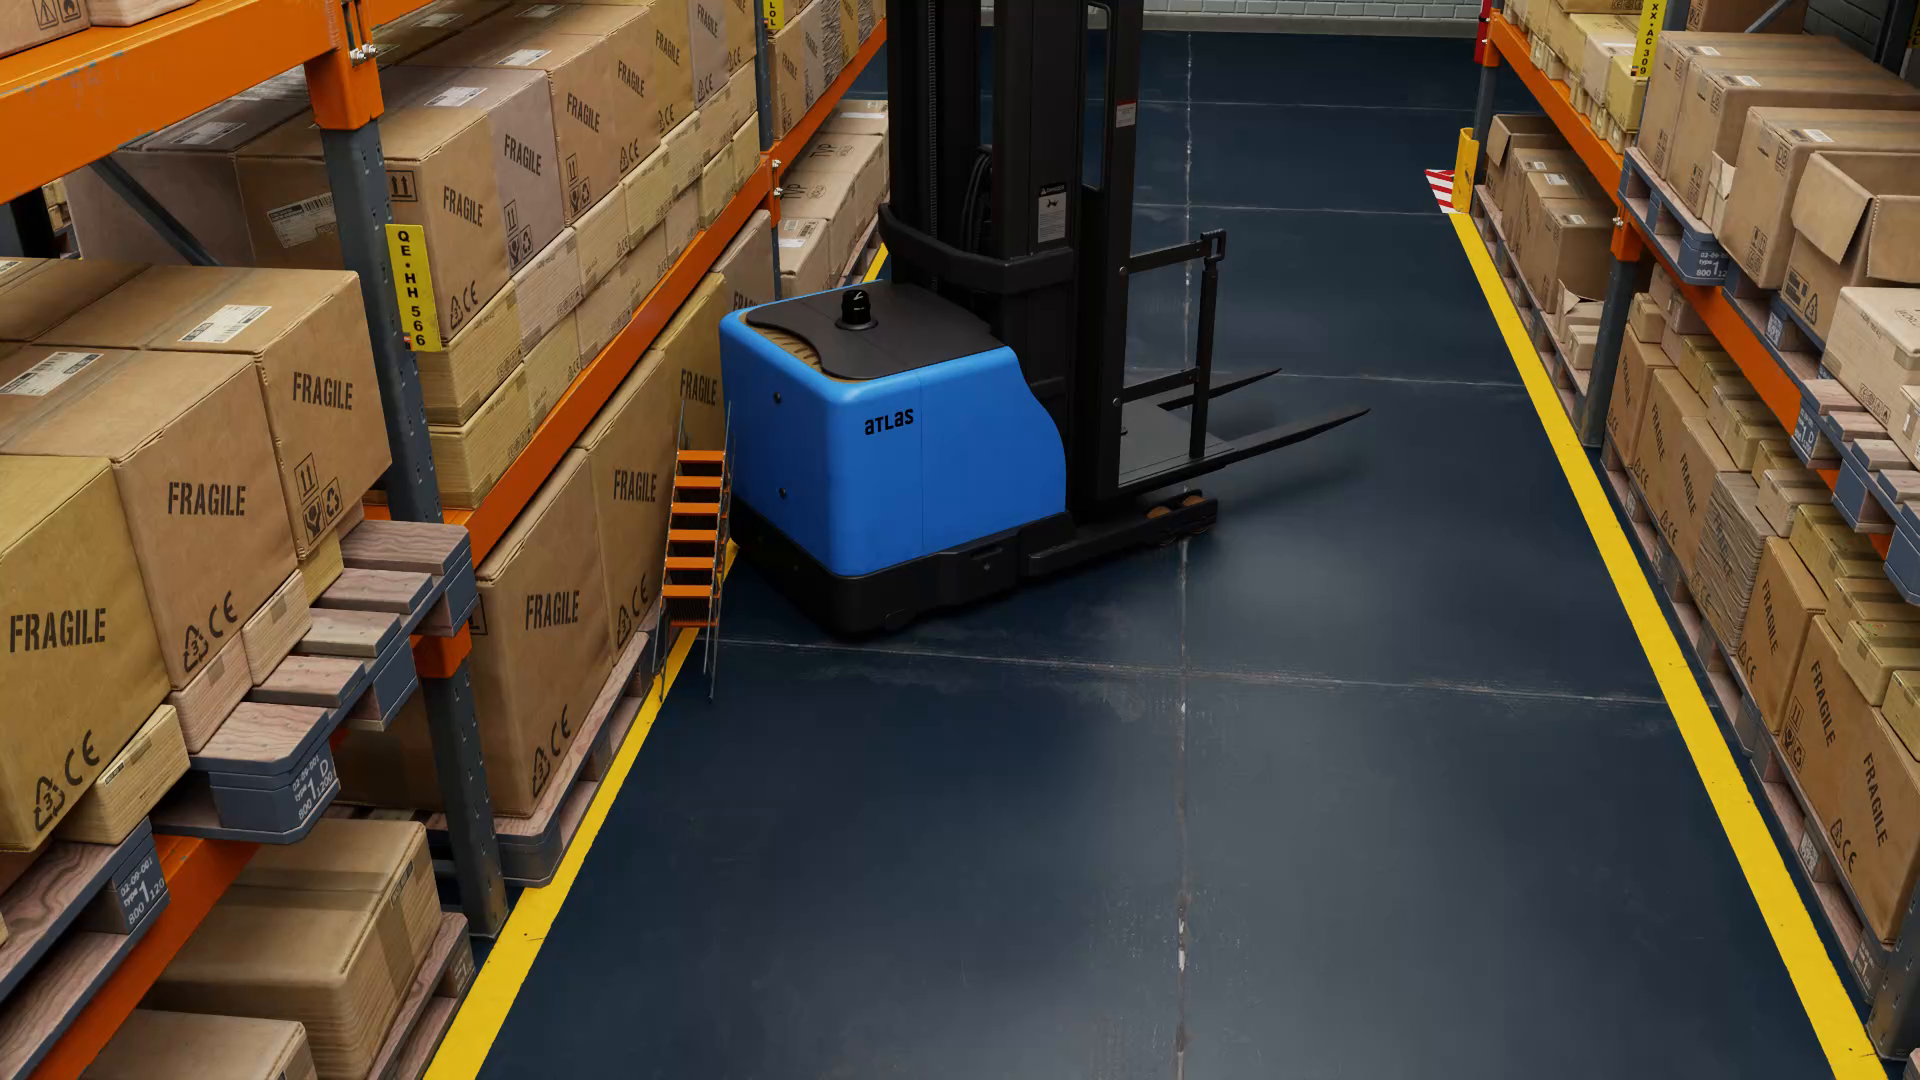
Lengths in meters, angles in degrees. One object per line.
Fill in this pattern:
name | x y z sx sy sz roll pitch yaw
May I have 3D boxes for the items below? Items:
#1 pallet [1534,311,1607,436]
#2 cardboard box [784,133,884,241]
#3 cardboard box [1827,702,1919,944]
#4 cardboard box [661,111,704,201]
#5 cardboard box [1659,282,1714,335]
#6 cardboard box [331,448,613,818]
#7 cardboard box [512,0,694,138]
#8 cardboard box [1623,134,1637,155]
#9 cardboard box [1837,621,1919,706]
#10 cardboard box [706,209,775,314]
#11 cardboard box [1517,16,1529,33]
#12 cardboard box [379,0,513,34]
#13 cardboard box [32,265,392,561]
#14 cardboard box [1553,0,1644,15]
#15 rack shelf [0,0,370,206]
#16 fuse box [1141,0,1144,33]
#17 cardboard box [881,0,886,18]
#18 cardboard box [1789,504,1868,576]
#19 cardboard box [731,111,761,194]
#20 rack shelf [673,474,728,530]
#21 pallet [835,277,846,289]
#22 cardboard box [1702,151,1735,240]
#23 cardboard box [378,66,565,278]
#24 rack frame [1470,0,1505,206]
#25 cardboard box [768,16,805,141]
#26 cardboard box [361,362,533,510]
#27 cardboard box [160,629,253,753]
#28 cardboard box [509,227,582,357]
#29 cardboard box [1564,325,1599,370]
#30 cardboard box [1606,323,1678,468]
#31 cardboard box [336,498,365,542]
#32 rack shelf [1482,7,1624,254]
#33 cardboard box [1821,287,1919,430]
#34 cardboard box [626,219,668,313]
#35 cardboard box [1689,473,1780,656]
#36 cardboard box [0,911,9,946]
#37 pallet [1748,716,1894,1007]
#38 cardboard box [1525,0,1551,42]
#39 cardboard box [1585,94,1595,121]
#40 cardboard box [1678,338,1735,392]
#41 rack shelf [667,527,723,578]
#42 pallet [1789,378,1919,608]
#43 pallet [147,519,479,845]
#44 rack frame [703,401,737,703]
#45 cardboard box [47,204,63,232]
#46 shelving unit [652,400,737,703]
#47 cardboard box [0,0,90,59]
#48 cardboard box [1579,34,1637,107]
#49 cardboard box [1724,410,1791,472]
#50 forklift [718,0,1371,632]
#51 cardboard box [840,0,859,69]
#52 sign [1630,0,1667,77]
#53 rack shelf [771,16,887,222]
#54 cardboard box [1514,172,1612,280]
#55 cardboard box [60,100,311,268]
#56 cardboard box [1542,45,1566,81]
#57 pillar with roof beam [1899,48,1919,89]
pallet | 3.614 -0.862 8.627 1.003 0.211 1.213 3 28 6
cardboard box | -0.993 -2.245 10.513 0.875 0.438 0.875 4 29 8
cardboard box | 2.877 0.821 4.757 0.500 0.500 0.500 4 29 8
cardboard box | -1.322 -1.506 6.513 0.500 0.250 0.500 4 29 7
cardboard box | 3.236 -0.989 7.118 0.380 0.149 0.250 2 28 4
cardboard box | -1.721 0.260 5.402 0.875 0.875 0.875 3 28 6
cardboard box | -1.341 -1.831 6.326 0.500 0.500 0.500 4 29 8
cardboard box | 3.317 -1.821 7.731 0.380 0.149 0.250 4 29 7
cardboard box | 2.850 0.369 4.911 0.380 0.149 0.250 2 28 4
cardboard box | -1.395 -1.006 7.752 0.875 0.875 0.875 4 29 8
cardboard box | 3.721 -3.277 10.436 0.380 0.149 0.250 4 29 7
cardboard box | -1.893 -1.626 5.946 0.500 0.500 0.500 3 28 5
cardboard box | -1.668 -0.300 3.782 0.500 0.500 0.500 3 28 5
cardboard box | 3.512 -3.140 8.970 0.500 0.500 0.500 4 29 7
rack shelf | -2.133 -0.233 2.115 1.077 0.370 4.000 3 28 6
fuse box | 1.827 -5.834 16.274 0.539 1.711 0.414 3 28 6
cardboard box | -0.704 -3.737 10.919 0.500 0.500 0.500 4 29 6
cardboard box | 3.034 0.009 5.580 0.380 0.149 0.250 3 28 5
cardboard box | -1.203 -1.761 7.515 0.500 0.250 0.500 3 28 5
rack shelf | -0.998 -0.141 6.415 0.180 0.258 0.103 1 58 -1
pallet | -1.227 -1.179 9.216 1.003 0.211 1.213 3 28 6
cardboard box | 2.978 -1.260 6.126 0.396 0.266 0.258 5 29 9
cardboard box | -1.534 -1.106 4.981 0.500 0.500 0.500 3 29 6
rack frame | 4.019 -3.649 10.861 1.000 3.000 0.127 3 28 6
cardboard box | -1.081 -2.303 8.256 0.500 0.500 0.500 4 29 8
cardboard box | -1.578 -0.320 4.839 0.500 0.250 0.500 3 28 5
cardboard box | -1.681 0.293 3.365 0.380 0.149 0.250 2 28 4
cardboard box | -1.517 -0.792 5.188 0.500 0.250 0.500 4 29 7
cardboard box | 3.306 -0.975 8.461 0.380 0.149 0.250 3 28 5
cardboard box | 3.246 -0.636 7.461 0.500 0.500 0.500 5 29 8
cardboard box | -1.695 -0.076 4.051 0.380 0.149 0.250 4 29 8
rack shelf | 3.774 -2.391 9.284 1.077 0.370 4.000 3 28 6
cardboard box | 2.847 -0.518 4.764 0.500 0.250 0.500 2 28 4
cardboard box | -1.406 -1.042 6.179 0.500 0.250 0.500 3 28 6
cardboard box | 3.055 0.094 6.107 0.500 0.500 0.500 2 28 4
cardboard box | -1.806 0.657 2.689 0.380 0.149 0.250 2 28 5
pallet | 3.168 0.995 5.181 1.003 0.211 1.213 3 28 6
cardboard box | 3.575 -3.040 9.575 0.500 0.250 0.500 3 28 5
cardboard box | 3.394 -2.190 8.417 0.380 0.149 0.250 4 29 8
cardboard box | 3.243 -0.727 6.945 0.380 0.149 0.250 2 28 4
rack shelf | -0.999 0.063 6.288 0.180 0.258 0.103 1 58 -1
pallet | 3.052 -0.122 4.516 1.213 0.211 1.003 3 28 6
pallet | -1.870 0.256 3.815 1.213 0.211 1.003 3 28 6
rack frame | -0.907 0.026 6.313 0.006 0.240 1.200 1 58 -1
cardboard box | -5.841 -1.989 10.342 0.380 0.149 0.250 3 28 5
shelving unit | -0.998 0.025 6.312 0.189 0.258 1.200 1 58 -1
cardboard box | -2.014 -1.089 2.841 0.700 0.500 0.500 3 28 6
cardboard box | 3.396 -2.322 8.242 0.500 0.250 0.500 3 29 6
cardboard box | 3.123 -0.365 6.273 0.380 0.149 0.250 4 29 8
forklift | 0.523 -1.457 6.863 3.031 2.935 1.130 -18 33 -29
cardboard box | -0.884 -3.016 9.579 0.500 0.500 0.500 4 29 8
sign | 2.989 -2.175 7.213 0.100 0.325 0.005 3 28 6
rack shelf | -1.153 -2.678 9.816 1.077 0.370 4.000 3 28 6
cardboard box | 3.542 -1.808 9.636 0.500 0.500 0.500 4 29 7
cardboard box | -2.084 -0.913 4.622 0.500 0.500 0.500 3 28 5
cardboard box | 3.487 -2.671 9.310 0.380 0.149 0.250 4 29 7
pillar with roof beam | 0.236 -4.933 6.919 9.100 9.000 0.400 3 28 6
